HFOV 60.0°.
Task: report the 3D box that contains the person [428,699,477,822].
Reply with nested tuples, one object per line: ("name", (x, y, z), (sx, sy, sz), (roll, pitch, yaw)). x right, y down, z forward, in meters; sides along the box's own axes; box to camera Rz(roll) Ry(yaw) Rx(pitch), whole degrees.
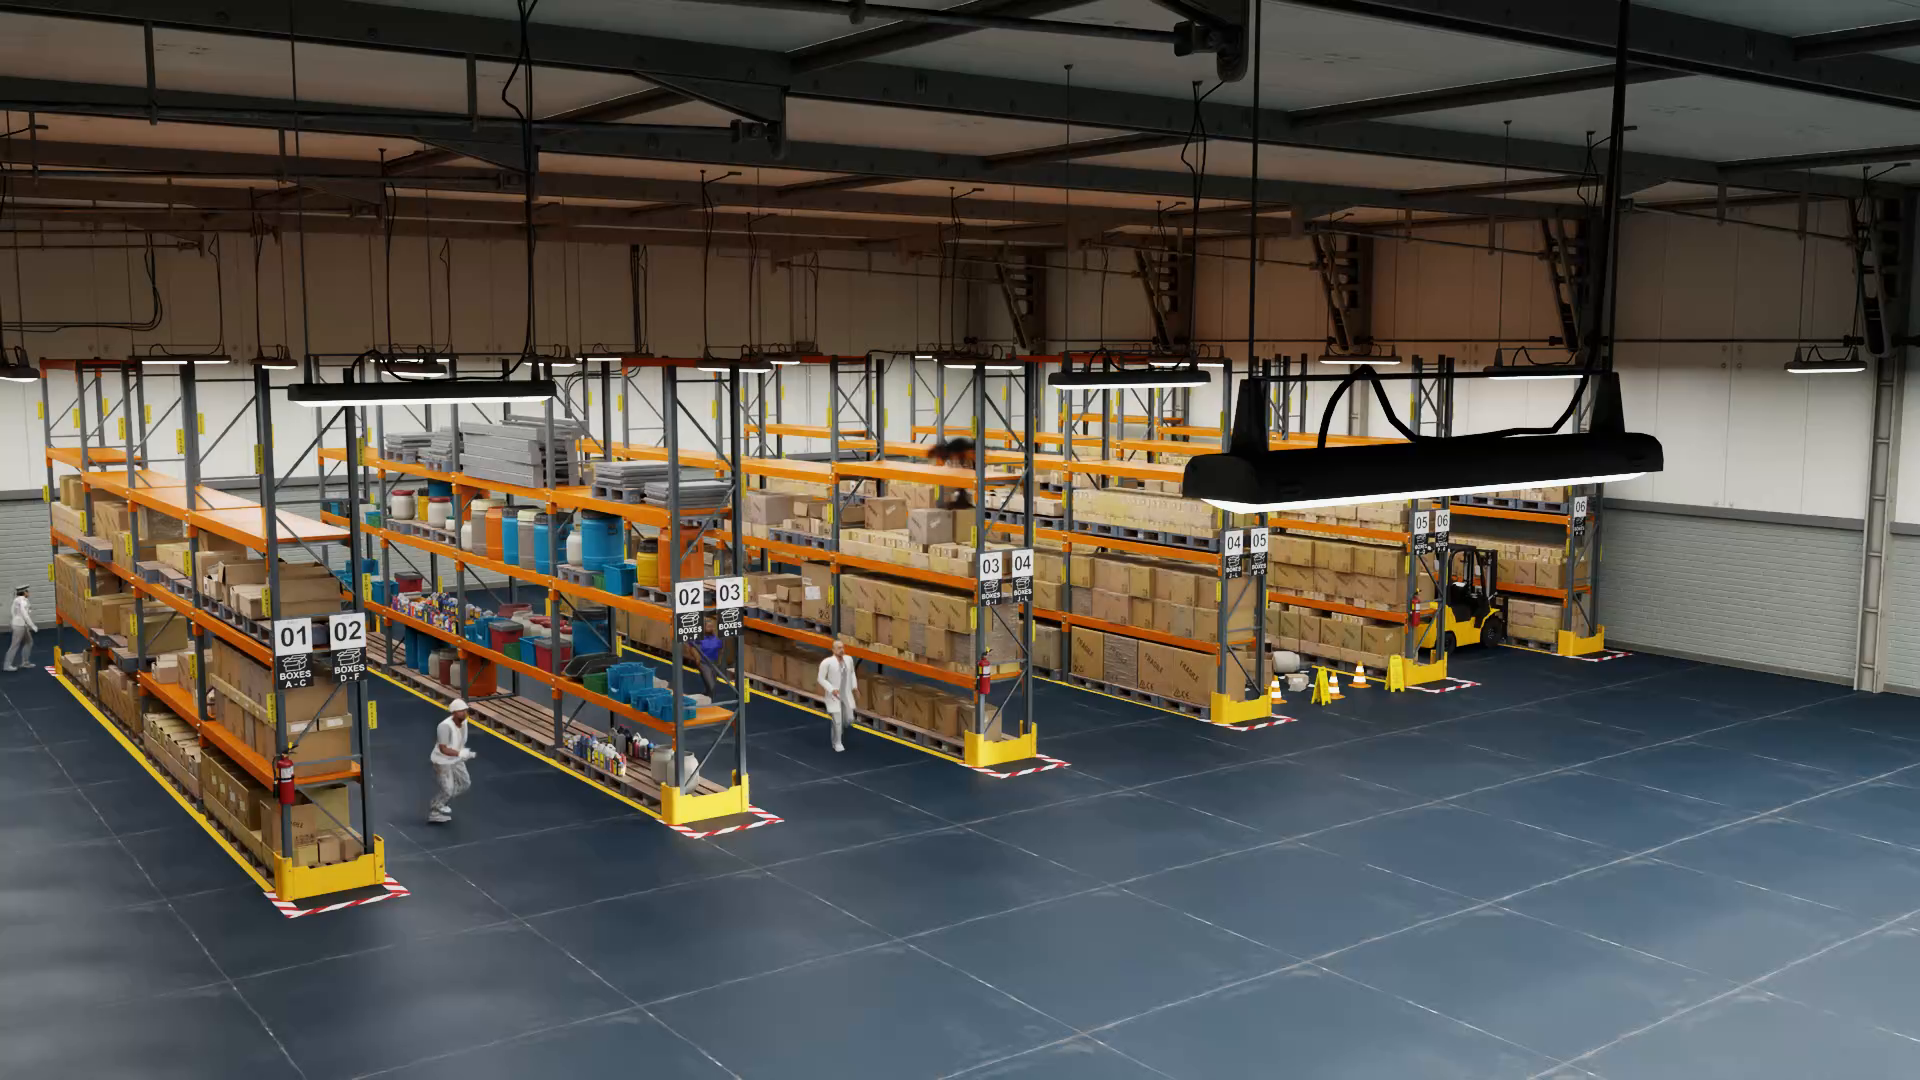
("person", (-6.646, 2.894, 21.832), (0.750, 1.668, 0.701), (2, 7, 13))

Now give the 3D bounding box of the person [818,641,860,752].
("person", (-1.877, 2.402, 25.693), (0.691, 1.723, 0.679), (-4, 8, -30))

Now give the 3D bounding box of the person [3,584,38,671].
("person", (-18.150, 1.679, 32.060), (0.632, 1.650, 0.589), (-5, 8, -33))

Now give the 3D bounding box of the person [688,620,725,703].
("person", (-4.208, 2.170, 27.834), (0.565, 1.695, 0.733), (-5, 8, -34))
